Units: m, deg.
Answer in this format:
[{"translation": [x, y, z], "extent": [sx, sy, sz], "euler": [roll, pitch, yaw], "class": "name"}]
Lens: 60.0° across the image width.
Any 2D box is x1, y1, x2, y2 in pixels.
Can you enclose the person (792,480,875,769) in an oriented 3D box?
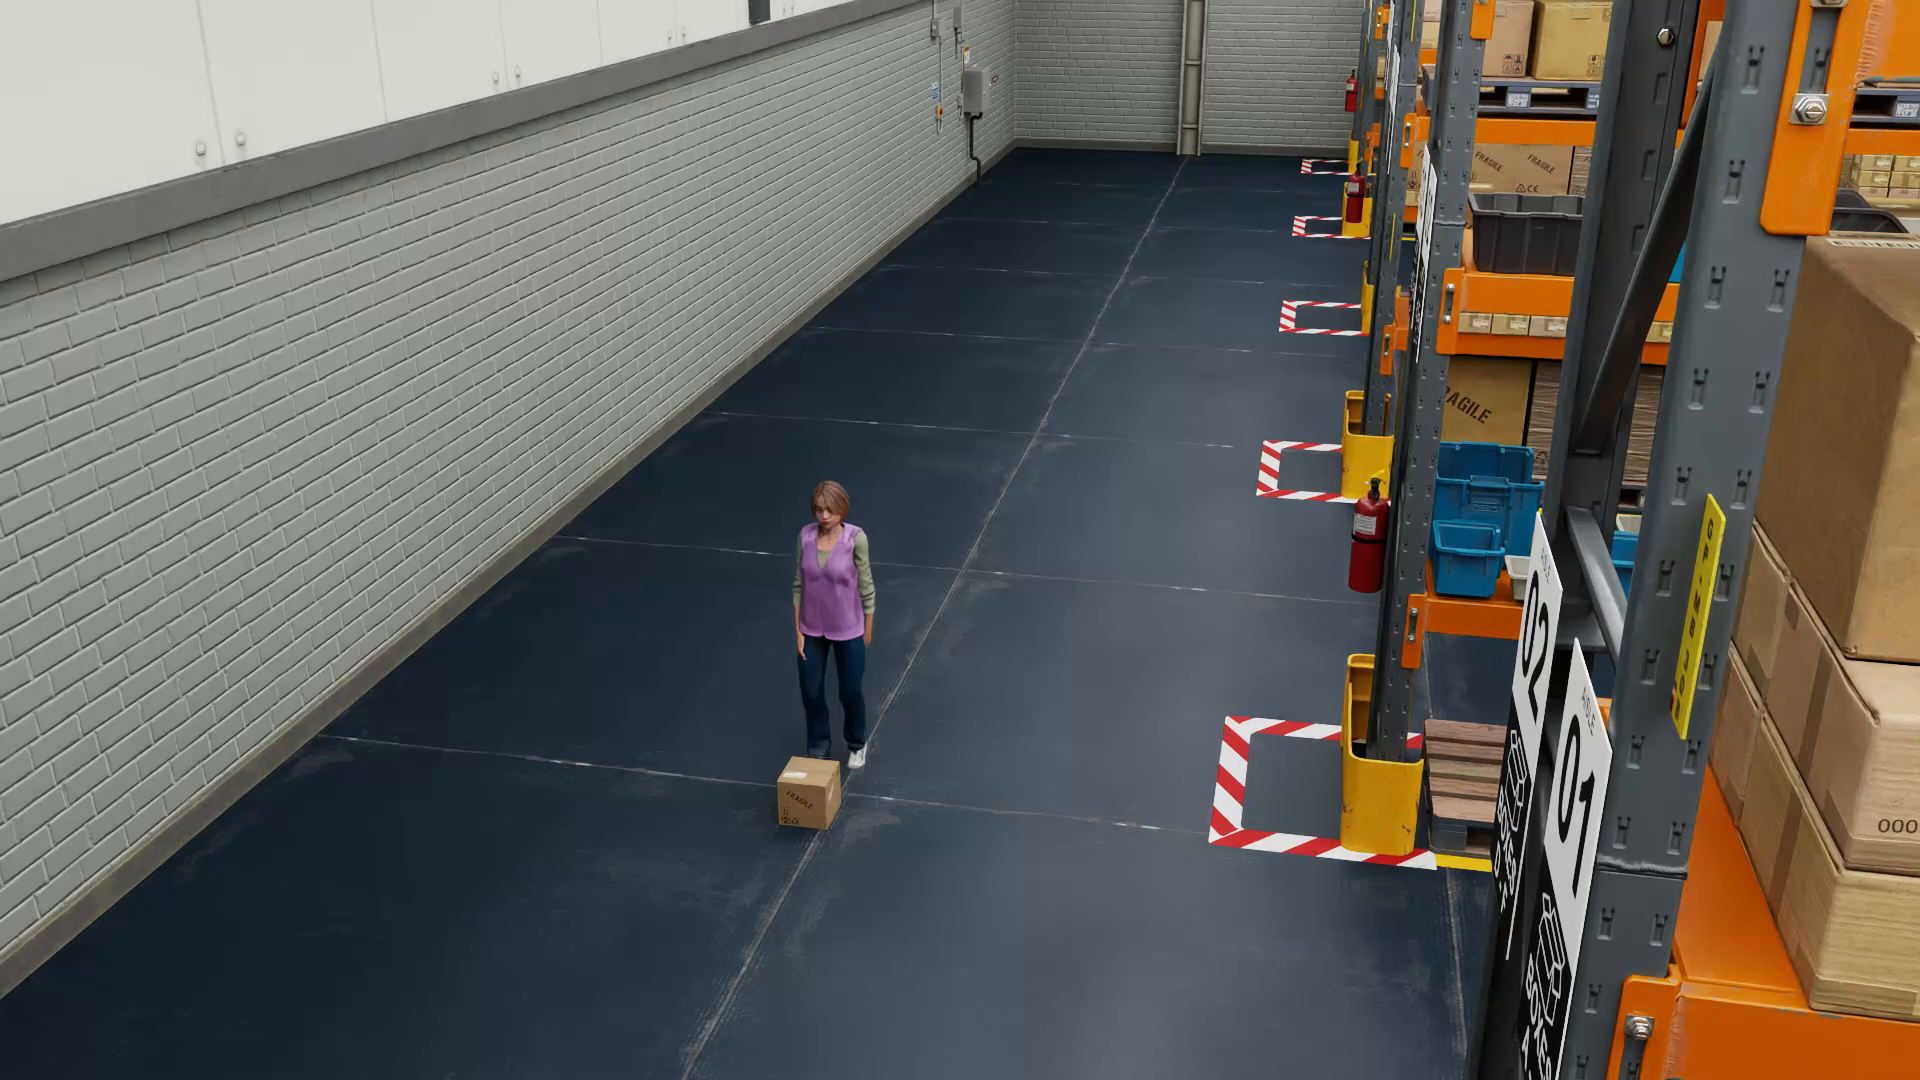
[{"translation": [-0.647, 0.508, 8.446], "extent": [0.419, 1.663, 0.459], "euler": [5, 22, 12], "class": "person"}]
